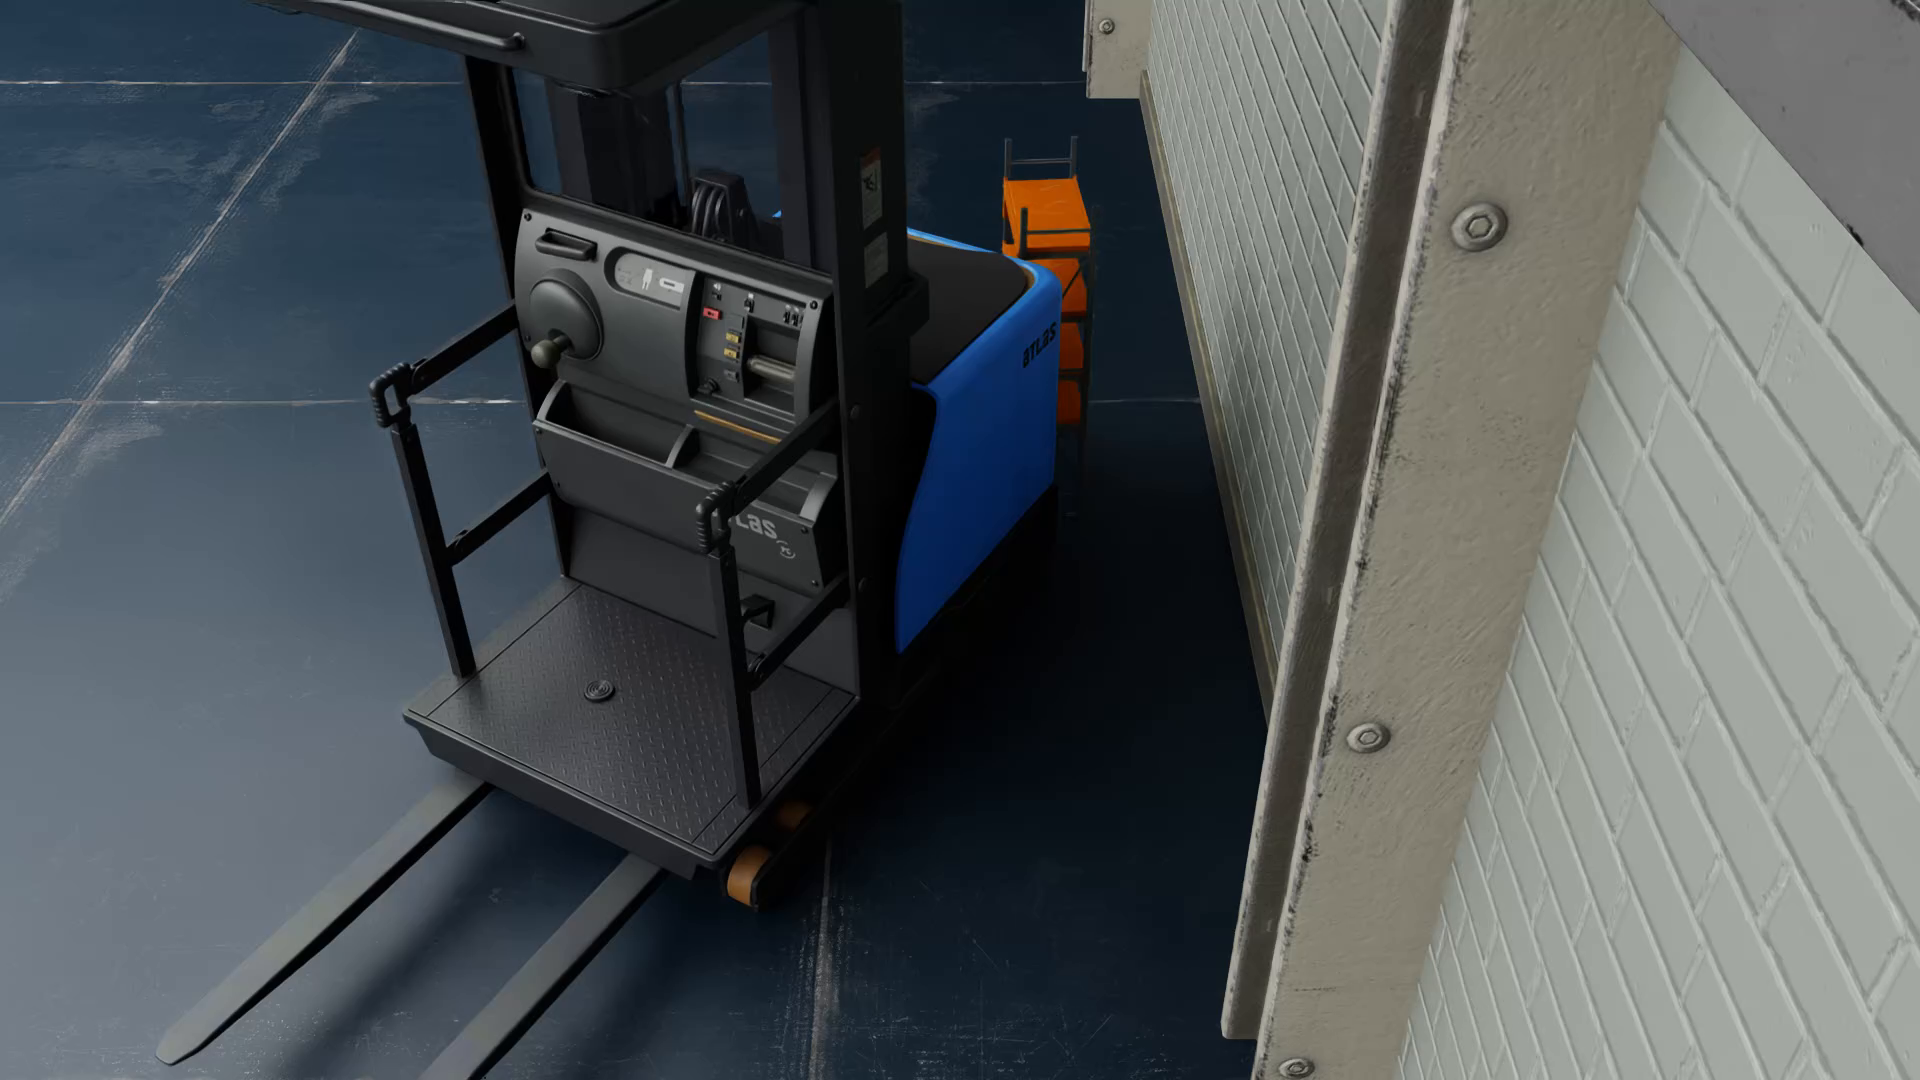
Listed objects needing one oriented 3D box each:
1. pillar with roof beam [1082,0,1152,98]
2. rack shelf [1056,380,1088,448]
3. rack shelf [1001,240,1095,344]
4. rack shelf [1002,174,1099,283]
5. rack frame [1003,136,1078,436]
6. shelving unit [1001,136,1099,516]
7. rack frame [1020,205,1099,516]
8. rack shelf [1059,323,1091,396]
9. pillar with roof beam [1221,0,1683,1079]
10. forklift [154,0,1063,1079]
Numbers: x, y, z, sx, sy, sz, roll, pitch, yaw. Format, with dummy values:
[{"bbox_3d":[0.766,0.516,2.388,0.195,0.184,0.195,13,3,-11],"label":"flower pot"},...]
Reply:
[{"bbox_3d":[-3.495,-5.919,5.940,9.100,9.000,0.400,0,39,0],"label":"pillar with roof beam"},{"bbox_3d":[0.288,-0.499,5.838,0.258,0.148,0.480,-3,39,-4],"label":"rack shelf"},{"bbox_3d":[0.288,-0.828,5.574,0.258,0.148,0.480,-3,39,-4],"label":"rack shelf"},{"bbox_3d":[0.288,-1.013,5.426,0.258,0.148,0.480,-3,39,-4],"label":"rack shelf"},{"bbox_3d":[0.269,-0.858,5.862,0.240,1.200,0.015,-3,39,-4],"label":"rack frame"},{"bbox_3d":[0.288,-0.706,5.672,0.258,1.200,0.503,-3,39,-4],"label":"shelving unit"},{"bbox_3d":[0.307,-0.554,5.482,0.240,1.200,0.015,-3,39,-4],"label":"rack frame"},{"bbox_3d":[0.288,-0.654,5.714,0.258,0.148,0.480,-3,39,-4],"label":"rack shelf"},{"bbox_3d":[-3.488,-2.167,1.258,9.100,9.000,0.400,0,39,0],"label":"pillar with roof beam"},{"bbox_3d":[-0.843,-0.481,4.007,1.130,2.935,3.031,20,43,23],"label":"forklift"}]
